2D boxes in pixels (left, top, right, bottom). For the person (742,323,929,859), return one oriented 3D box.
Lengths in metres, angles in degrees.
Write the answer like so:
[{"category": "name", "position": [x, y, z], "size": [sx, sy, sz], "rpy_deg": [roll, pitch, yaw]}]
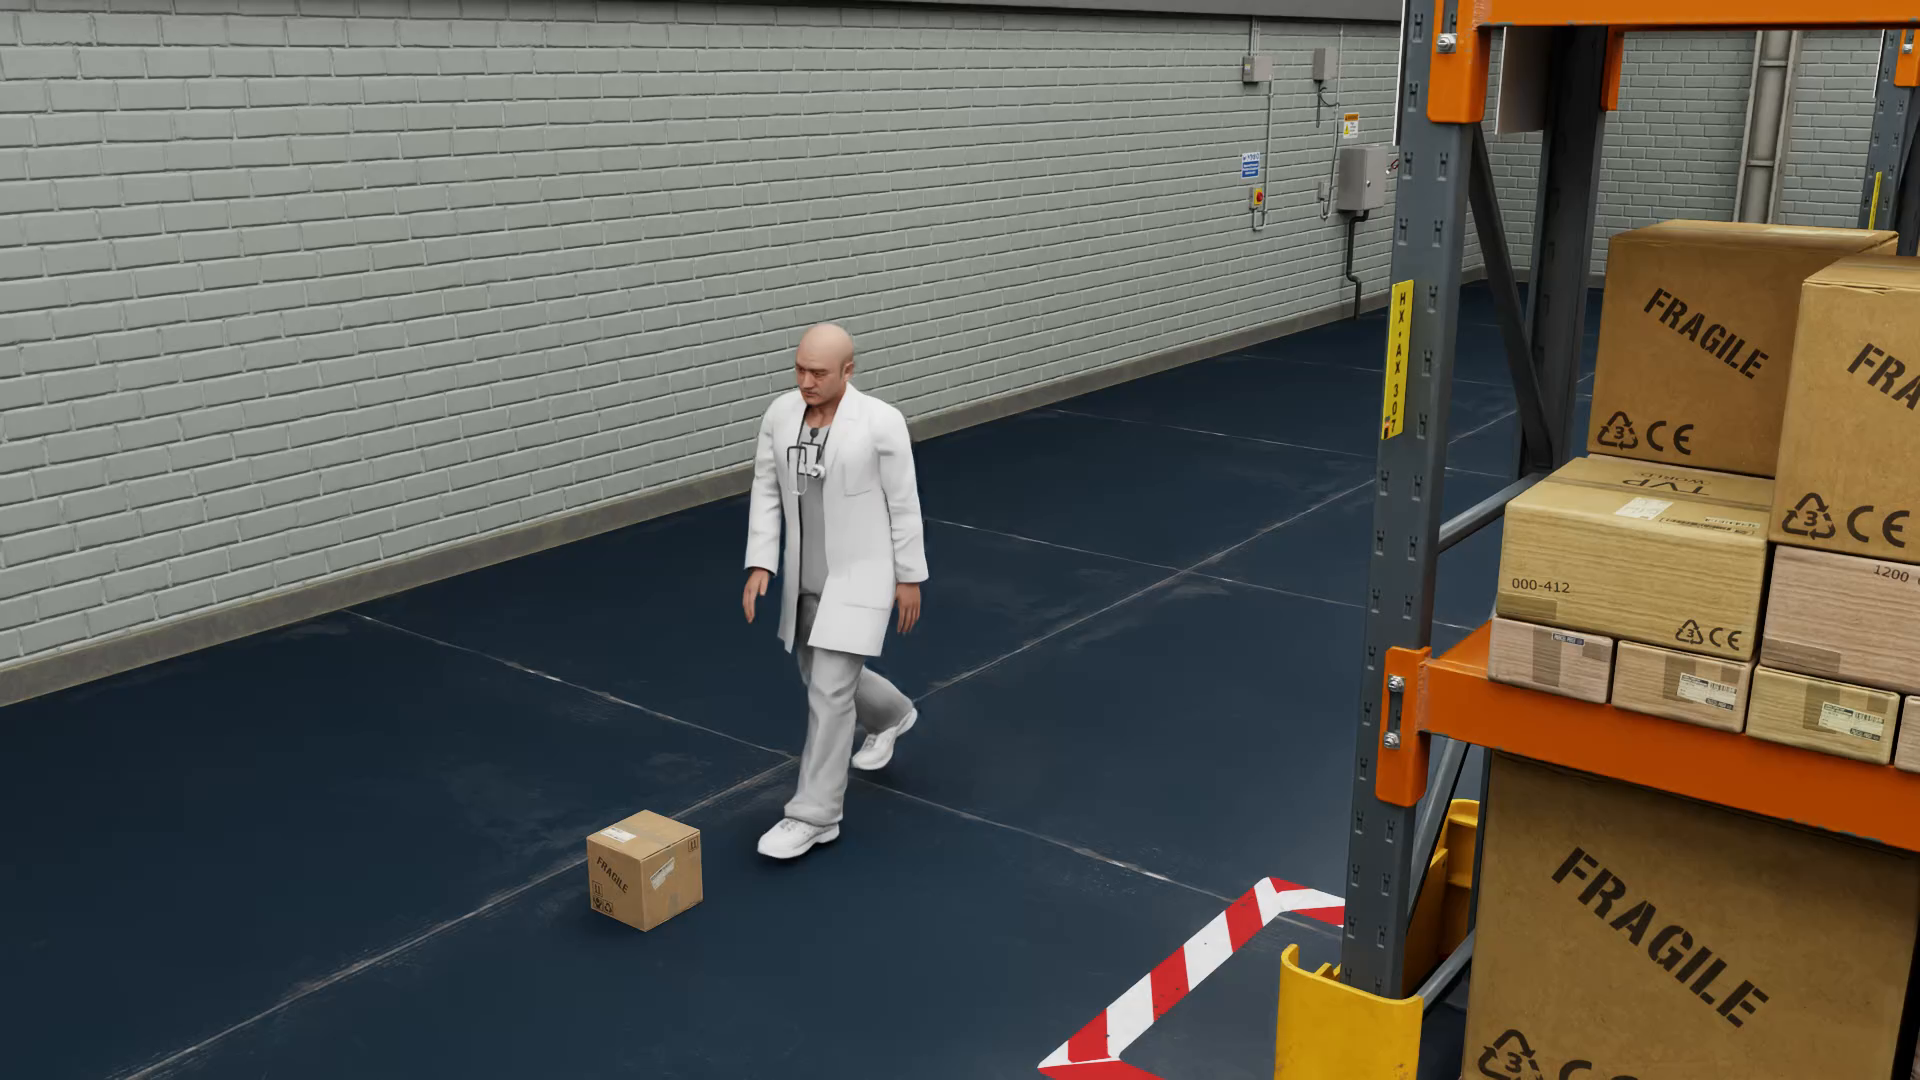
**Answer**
[{"category": "person", "position": [-0.410, 0.119, 5.653], "size": [0.587, 1.746, 1.023], "rpy_deg": [11, 20, 33]}]
